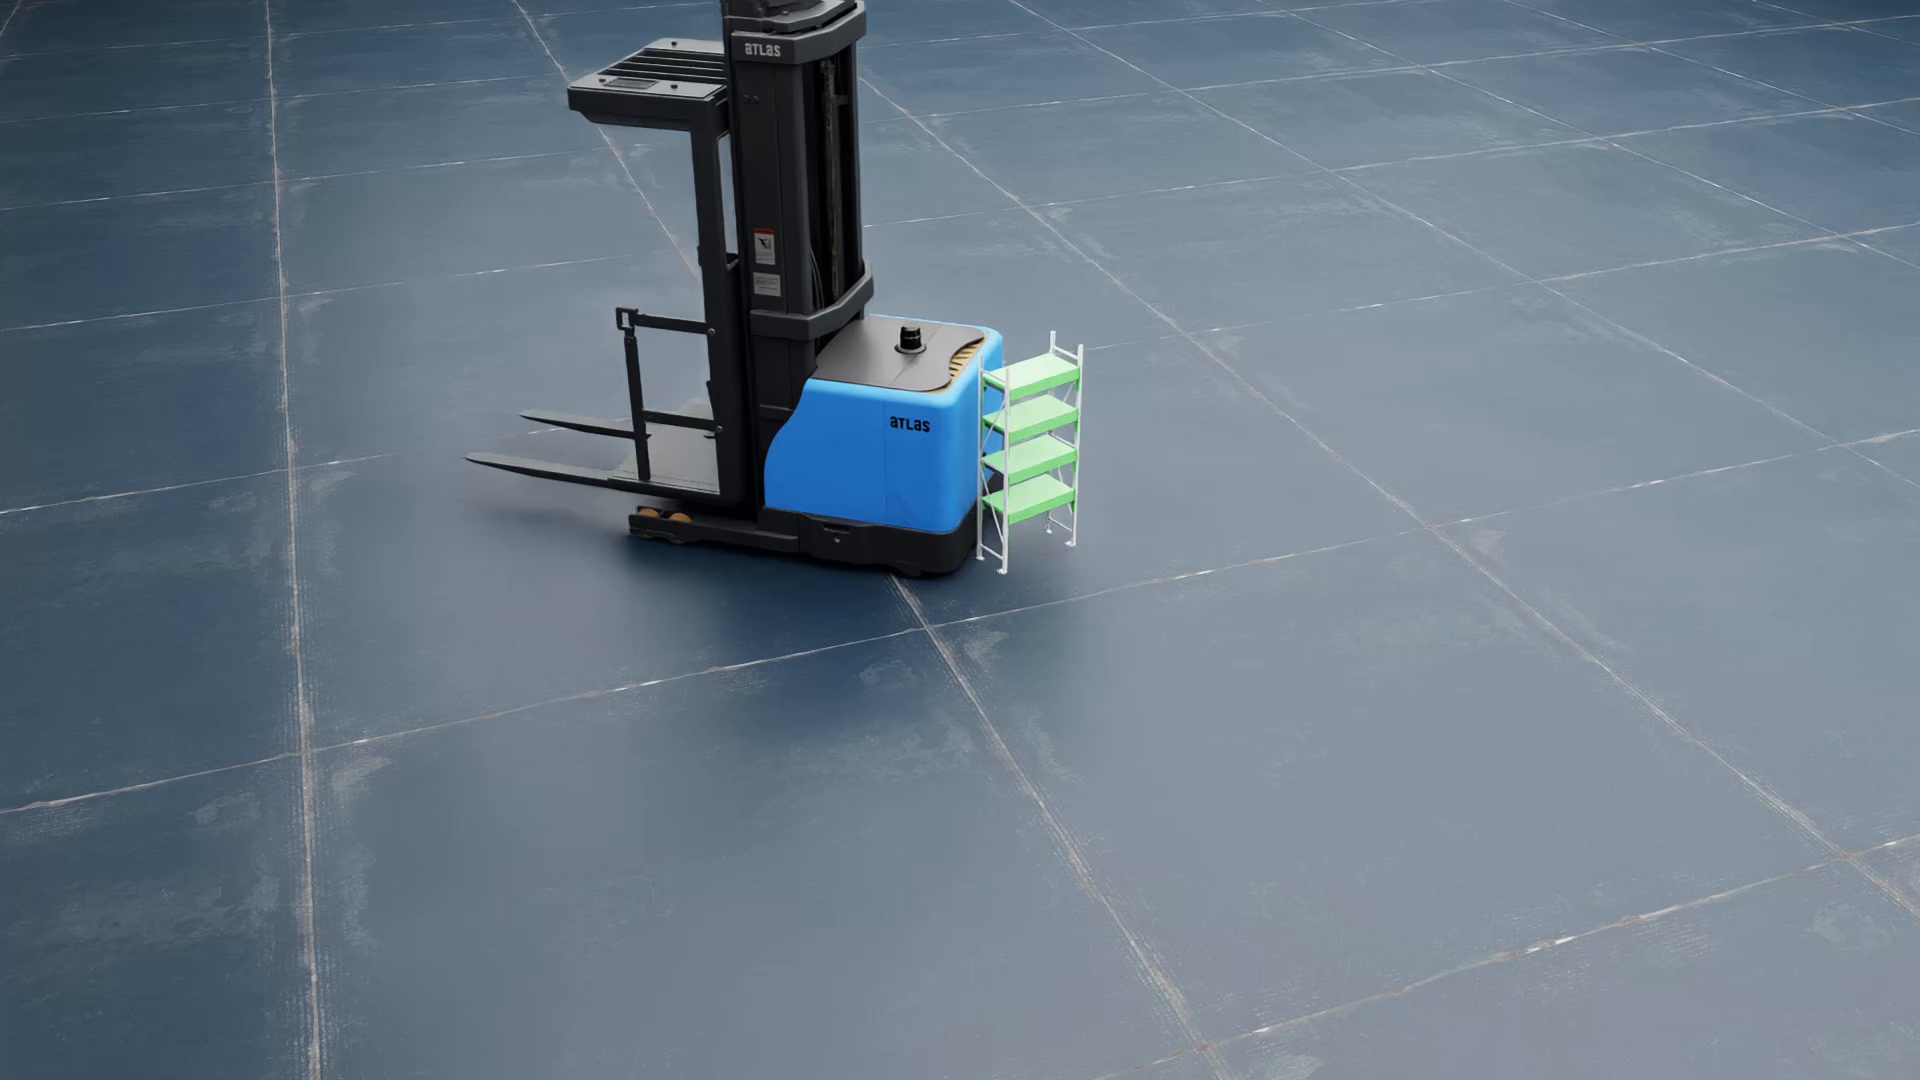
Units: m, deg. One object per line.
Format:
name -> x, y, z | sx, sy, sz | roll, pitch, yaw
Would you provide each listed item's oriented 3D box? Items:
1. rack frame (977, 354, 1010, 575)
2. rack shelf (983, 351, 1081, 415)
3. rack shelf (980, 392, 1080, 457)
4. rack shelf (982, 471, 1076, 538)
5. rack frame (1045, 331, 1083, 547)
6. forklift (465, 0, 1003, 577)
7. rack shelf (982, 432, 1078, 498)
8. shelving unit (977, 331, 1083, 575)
rack frame -> 0.172, -0.383, 8.711 | 0.015, 1.200, 0.240 | -21, 36, -32
rack shelf -> 0.364, -0.819, 8.635 | 0.480, 0.148, 0.258 | -21, 36, -32
rack shelf -> 0.364, -0.611, 8.754 | 0.480, 0.148, 0.258 | -21, 36, -32
rack shelf -> 0.364, -0.194, 8.992 | 0.480, 0.148, 0.258 | -21, 36, -32
rack frame -> 0.557, -0.532, 8.972 | 0.015, 1.200, 0.240 | -21, 36, -32
forklift -> -1.327, -1.491, 8.906 | 3.031, 2.935, 1.130 | 9, 31, 15
rack shelf -> 0.364, -0.402, 8.873 | 0.480, 0.148, 0.258 | -21, 36, -32
shelving unit -> 0.364, -0.458, 8.841 | 0.503, 1.200, 0.258 | -21, 36, -32
